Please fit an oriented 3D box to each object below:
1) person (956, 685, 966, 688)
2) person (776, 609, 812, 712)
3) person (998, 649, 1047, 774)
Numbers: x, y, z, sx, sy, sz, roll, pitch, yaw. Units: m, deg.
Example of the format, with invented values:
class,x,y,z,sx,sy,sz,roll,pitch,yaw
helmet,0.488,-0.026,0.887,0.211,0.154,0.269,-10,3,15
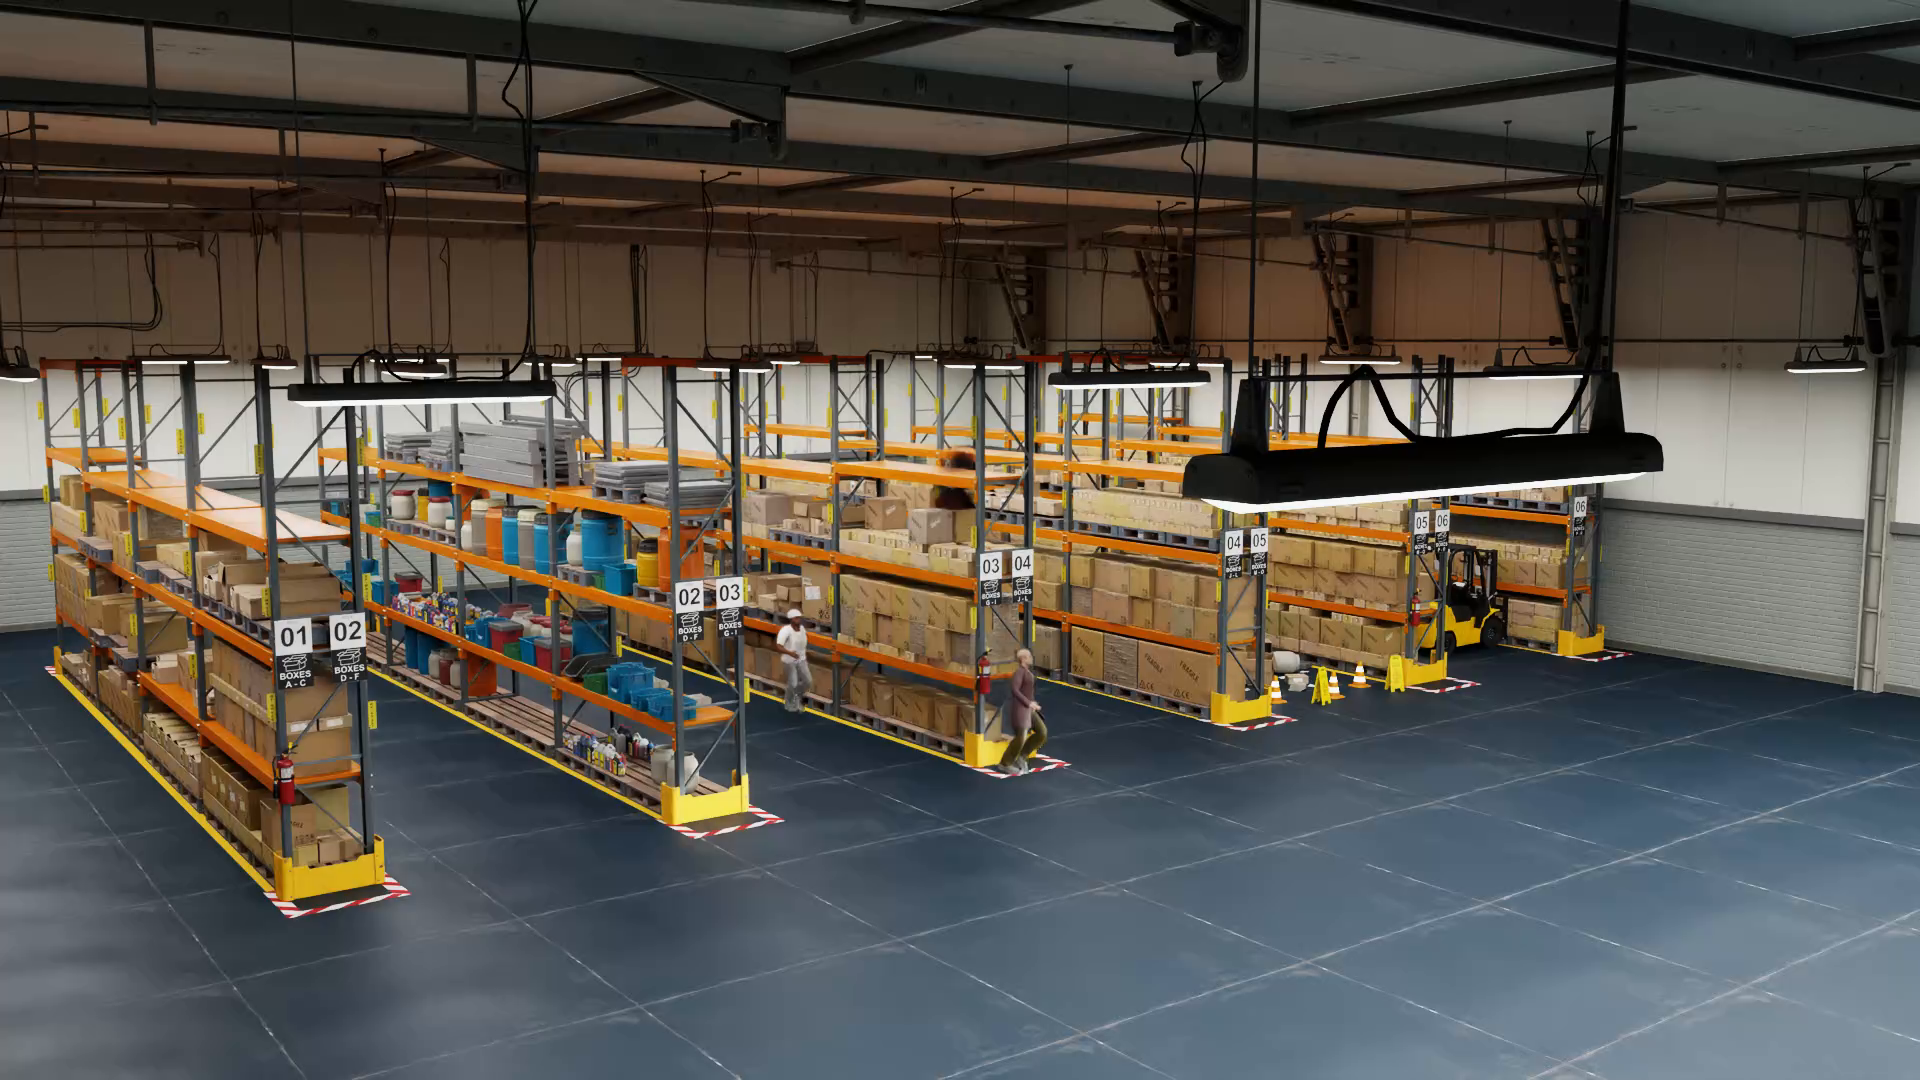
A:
class,x,y,z,sx,sy,sz,roll,pitch,yaw
person,0.087,1.807,29.872,0.526,1.723,0.770,6,9,40
person,-2.703,1.997,27.368,0.697,1.740,0.626,-7,9,-43
person,0.911,2.409,23.534,0.642,1.732,0.775,2,7,20
